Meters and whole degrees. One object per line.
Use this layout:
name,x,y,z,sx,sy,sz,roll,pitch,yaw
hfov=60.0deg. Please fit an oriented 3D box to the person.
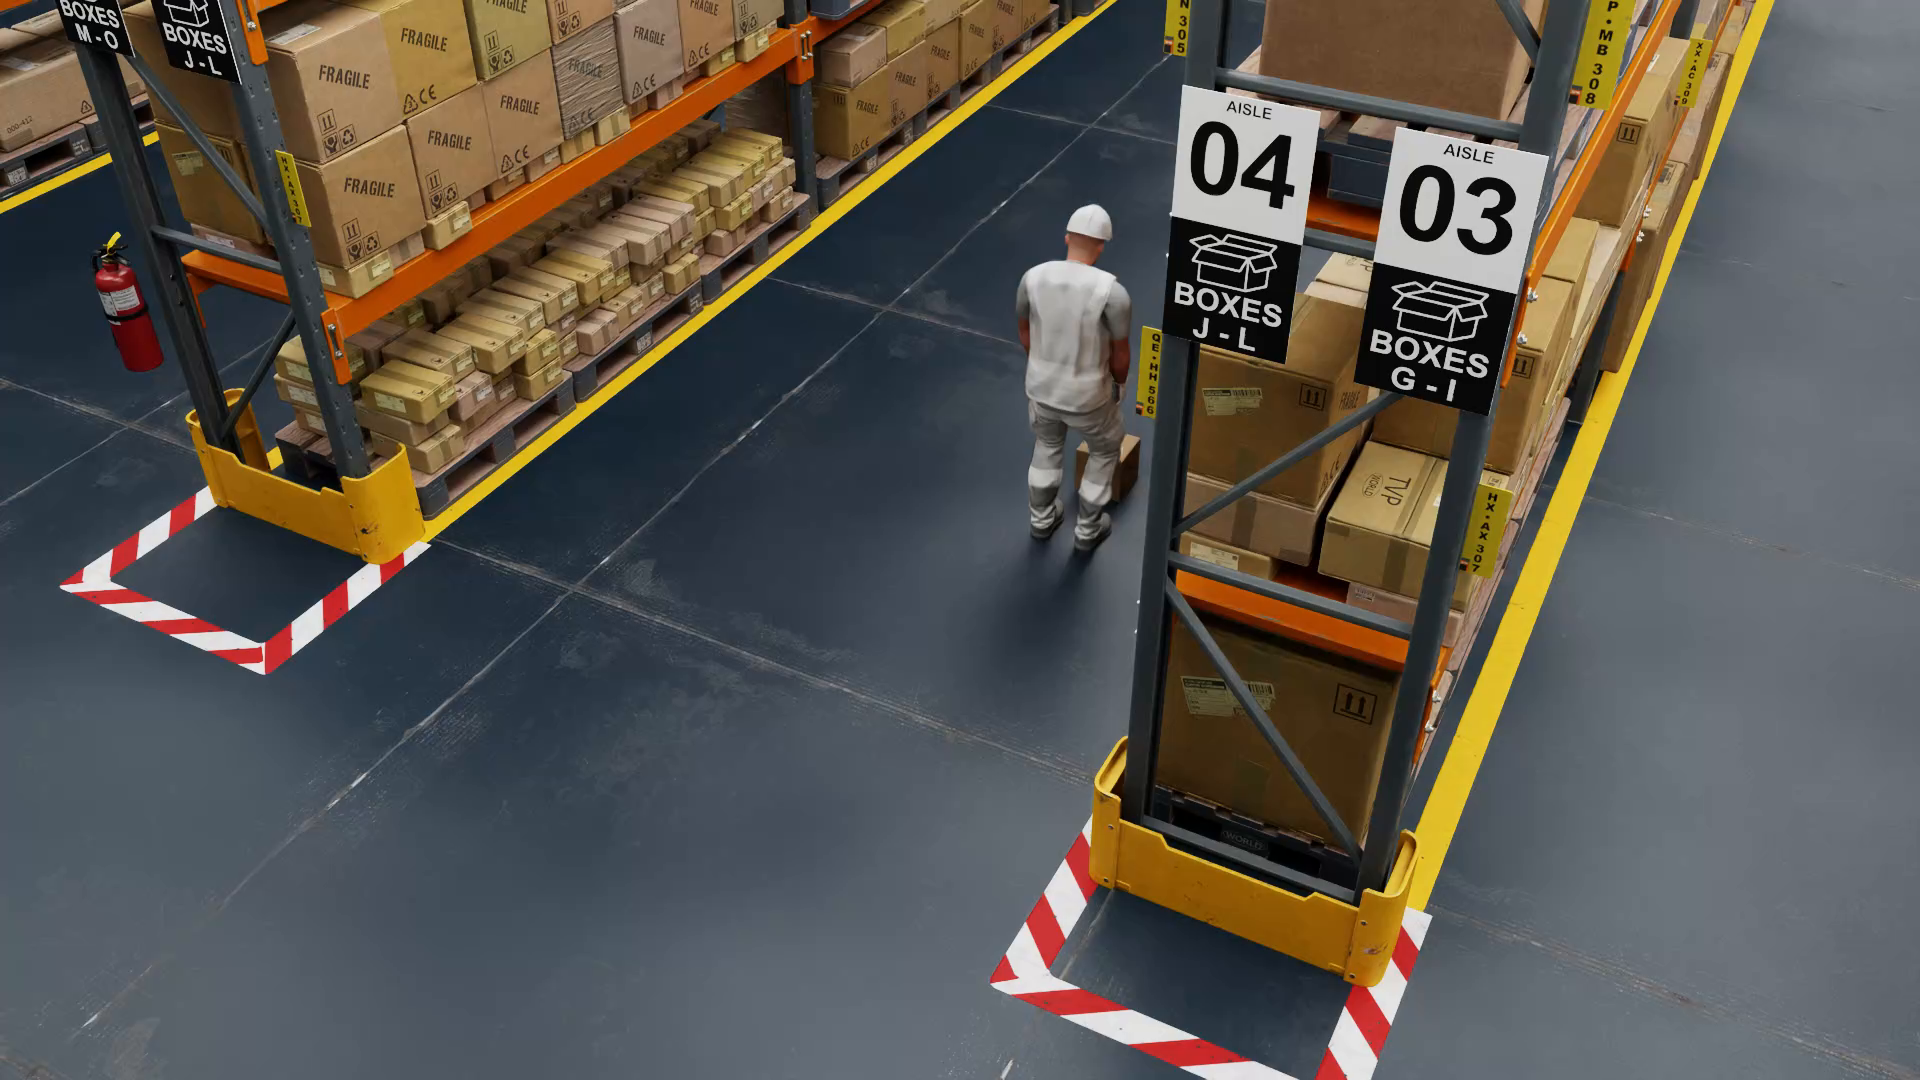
person,0.523,-0.734,7.760,0.554,1.699,0.516,19,41,22
